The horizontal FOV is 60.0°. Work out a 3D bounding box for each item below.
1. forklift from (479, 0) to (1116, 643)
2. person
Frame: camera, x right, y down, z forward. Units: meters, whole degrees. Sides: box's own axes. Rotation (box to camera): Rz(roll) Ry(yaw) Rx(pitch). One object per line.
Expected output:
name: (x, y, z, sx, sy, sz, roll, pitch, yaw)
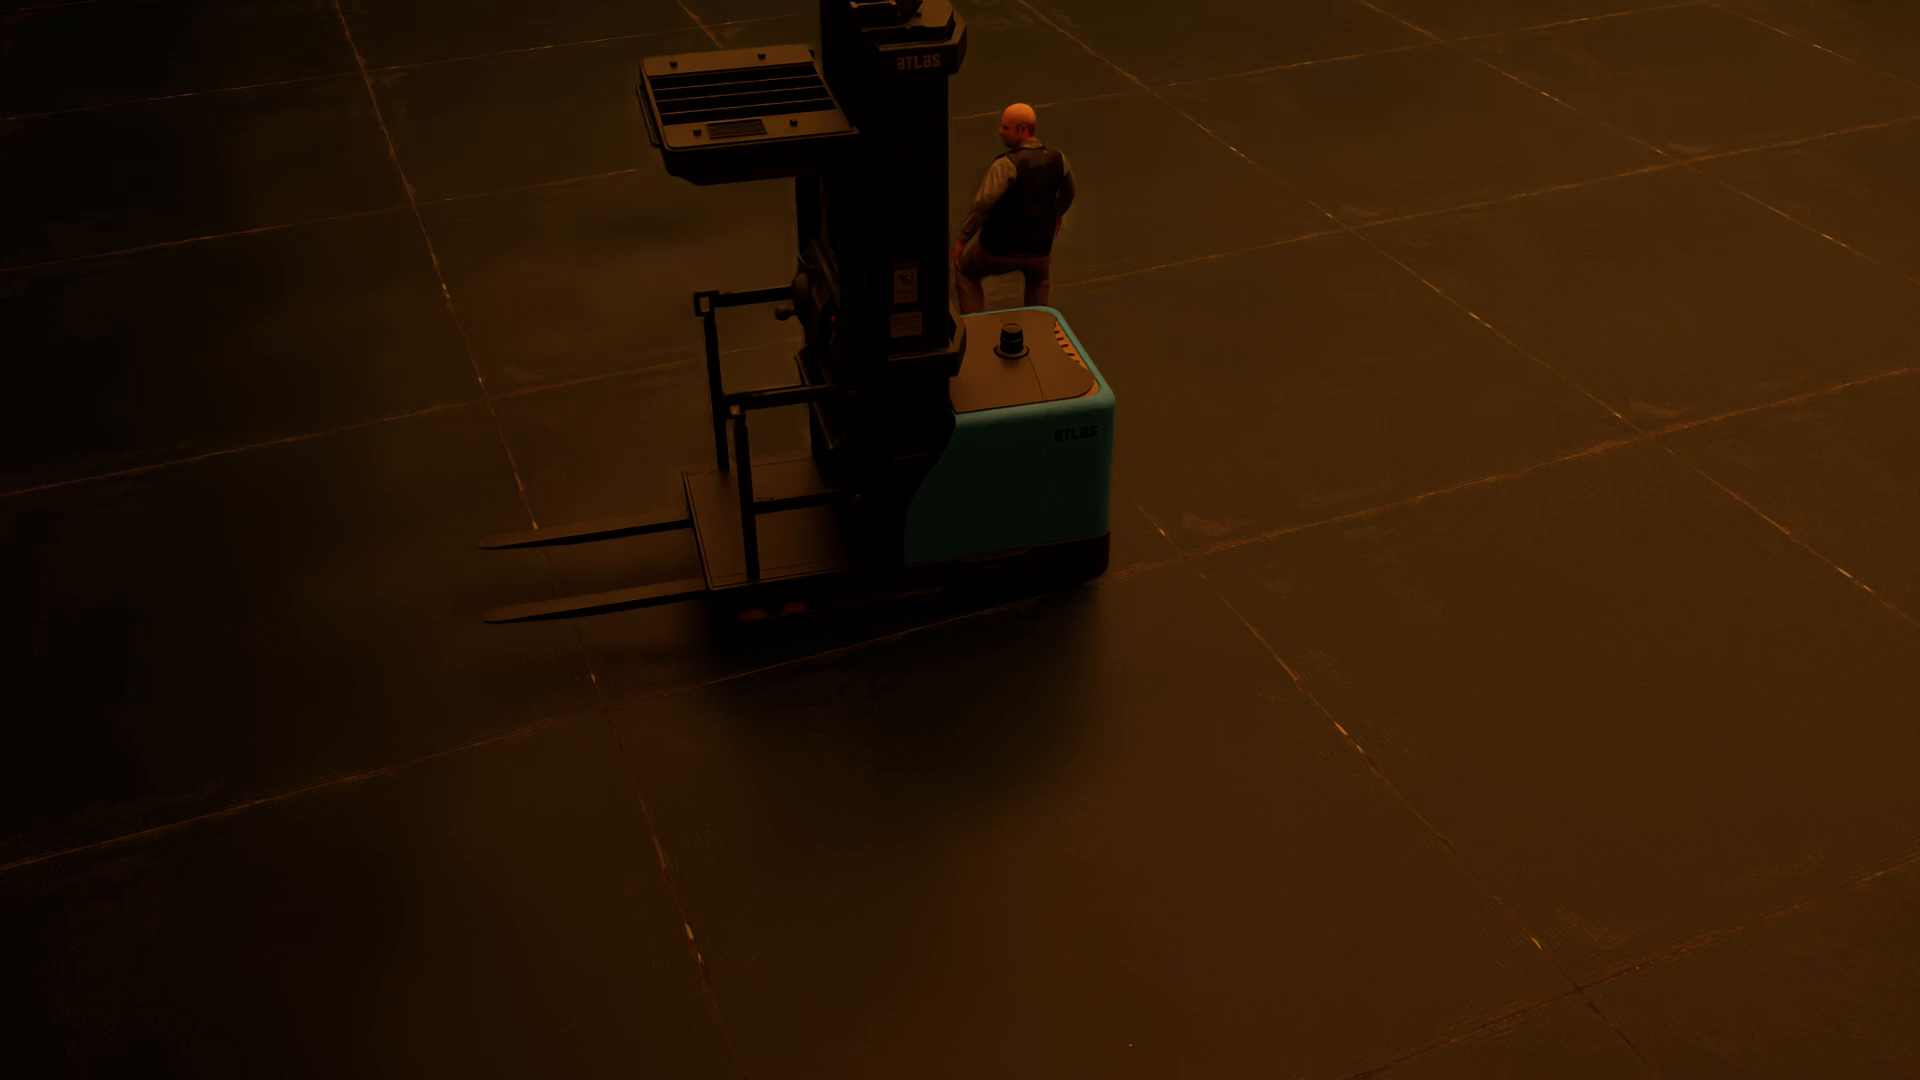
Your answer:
forklift: (-0.832, -1.041, 7.563, 3.031, 2.935, 1.130, -9, 36, -12)
person: (0.298, -1.763, 9.736, 0.835, 1.613, 0.561, -10, 37, -14)
